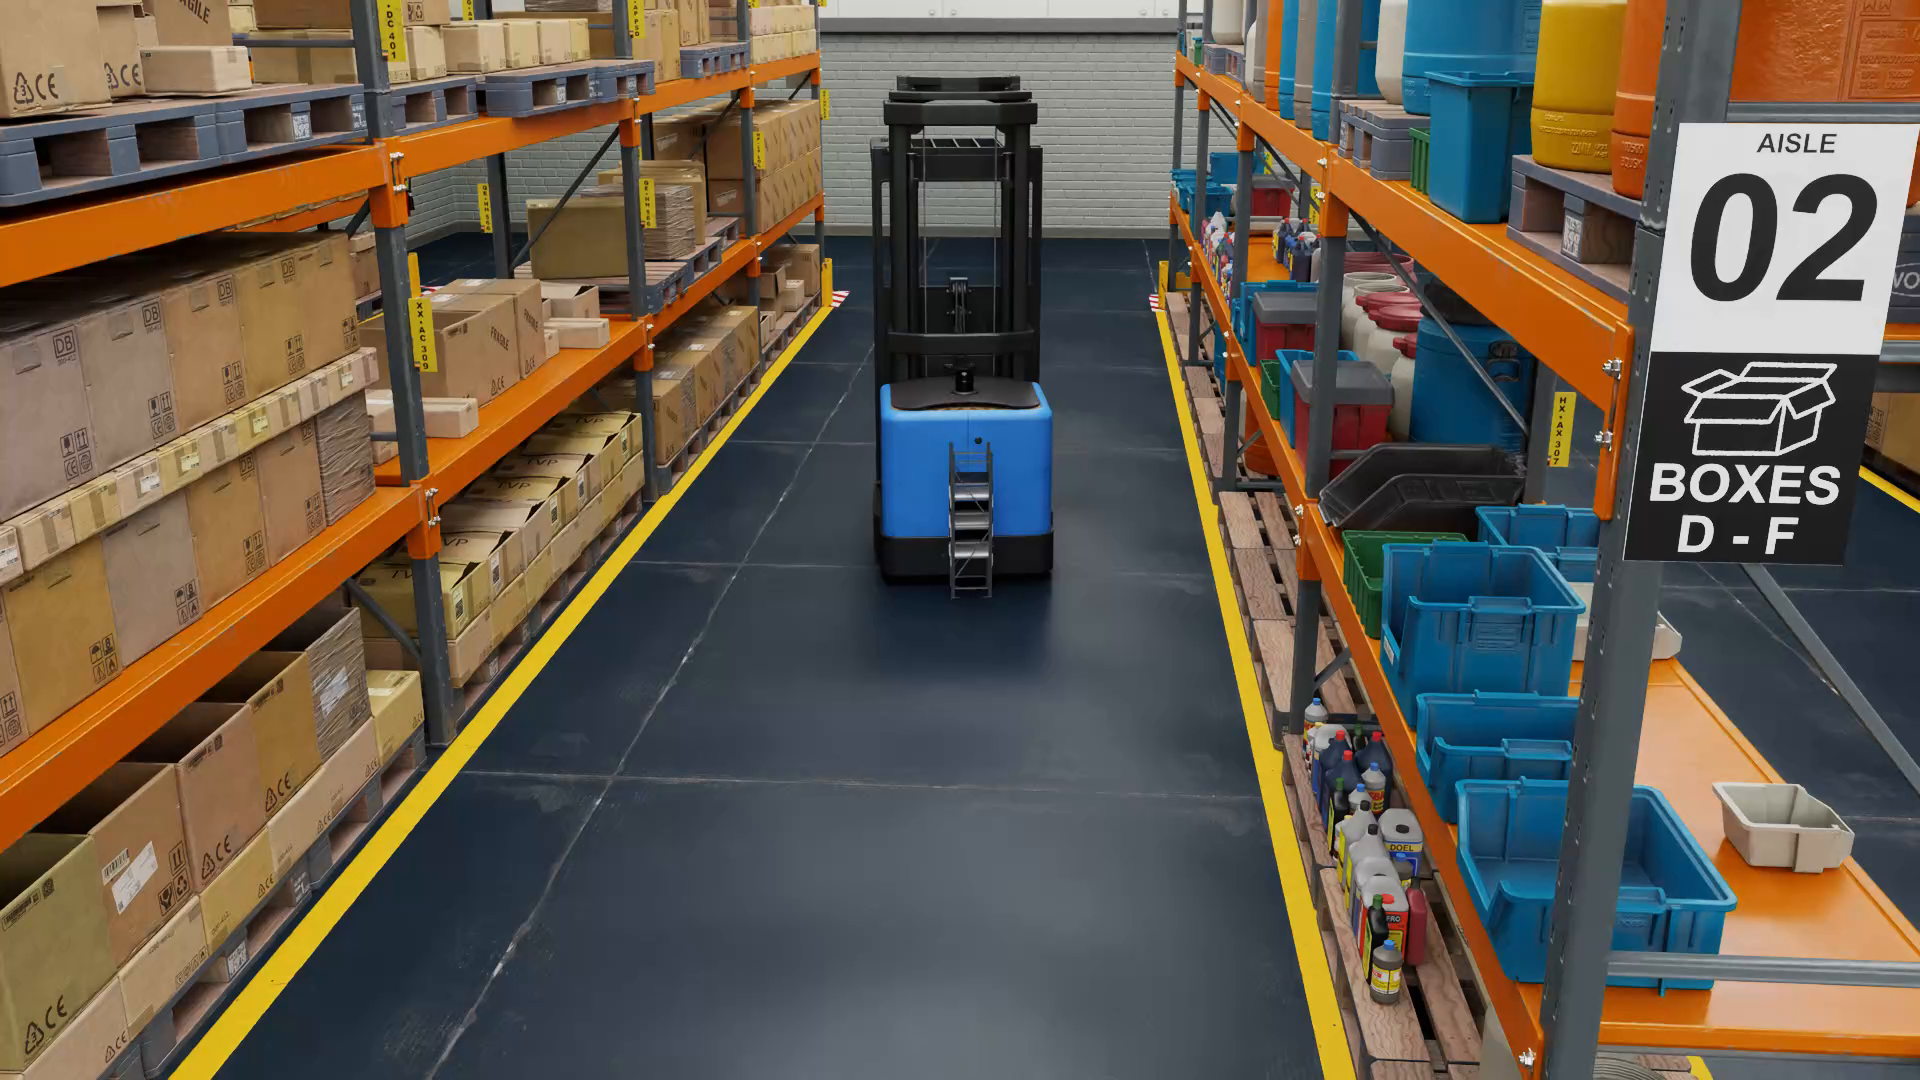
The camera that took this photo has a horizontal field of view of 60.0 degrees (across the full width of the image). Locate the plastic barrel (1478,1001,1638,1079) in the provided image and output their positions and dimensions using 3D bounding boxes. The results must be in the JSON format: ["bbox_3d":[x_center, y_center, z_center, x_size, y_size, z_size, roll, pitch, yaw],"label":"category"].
[{"bbox_3d":[1.733,1.508,4.824,0.421,0.512,0.421,0,18,0],"label":"plastic barrel"}]

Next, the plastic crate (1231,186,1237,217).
[{"bbox_3d":[2.880,-3.282,16.216,0.437,0.282,0.530,1,18,4],"label":"plastic crate"}]

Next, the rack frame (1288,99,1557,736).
[{"bbox_3d":[2.013,-0.355,7.189,1.000,3.000,0.127,1,18,4],"label":"rack frame"}]

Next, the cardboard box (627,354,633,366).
[{"bbox_3d":[-2.770,-1.187,13.035,0.500,0.500,0.500,1,18,2],"label":"cardboard box"}]

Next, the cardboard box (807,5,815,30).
[{"bbox_3d":[-1.850,-5.620,17.878,0.500,0.250,0.500,1,18,4],"label":"cardboard box"}]

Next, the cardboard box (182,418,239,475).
[{"bbox_3d":[-2.826,-0.339,5.938,0.380,0.149,0.250,2,18,5],"label":"cardboard box"}]

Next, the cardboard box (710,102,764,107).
[{"bbox_3d":[-2.392,-4.422,17.834,0.500,0.500,0.500,1,18,4],"label":"cardboard box"}]

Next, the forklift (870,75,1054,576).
[{"bbox_3d":[-0.034,-1.587,11.060,1.130,2.935,3.031,-1,18,-3],"label":"forklift"}]

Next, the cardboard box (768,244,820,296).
[{"bbox_3d":[-1.860,-3.041,18.693,0.500,0.500,0.500,1,18,4],"label":"cardboard box"}]

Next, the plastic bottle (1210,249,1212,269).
[{"bbox_3d":[2.071,-2.287,13.404,0.097,0.201,0.097,0,18,0],"label":"plastic bottle"}]

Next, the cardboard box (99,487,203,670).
[{"bbox_3d":[-3.060,0.102,5.632,0.700,0.500,0.500,2,18,6],"label":"cardboard box"}]

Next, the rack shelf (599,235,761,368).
[{"bbox_3d":[-2.497,-1.988,13.329,1.077,0.370,4.000,1,18,4],"label":"rack shelf"}]

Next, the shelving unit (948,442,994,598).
[{"bbox_3d":[0.063,-0.116,9.831,0.258,0.900,0.210,-1,18,-3],"label":"shelving unit"}]

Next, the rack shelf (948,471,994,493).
[{"bbox_3d":[0.063,-0.341,9.757,0.258,0.077,0.200,-1,18,-3],"label":"rack shelf"}]

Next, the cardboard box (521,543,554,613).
[{"bbox_3d":[-2.579,0.201,9.234,0.500,0.250,0.500,1,18,2],"label":"cardboard box"}]

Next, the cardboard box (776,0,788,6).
[{"bbox_3d":[-2.137,-5.671,16.829,0.700,0.500,0.500,1,18,4],"label":"cardboard box"}]

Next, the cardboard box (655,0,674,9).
[{"bbox_3d":[-2.556,-4.102,12.812,0.600,0.600,0.600,1,18,2],"label":"cardboard box"}]

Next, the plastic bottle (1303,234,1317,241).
[{"bbox_3d":[2.809,-2.339,13.444,0.152,0.276,0.135,1,18,4],"label":"plastic bottle"}]

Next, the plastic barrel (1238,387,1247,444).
[{"bbox_3d":[2.269,-0.944,12.309,0.421,0.512,0.421,0,18,0],"label":"plastic barrel"}]

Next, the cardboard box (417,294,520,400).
[{"bbox_3d":[-2.782,-1.072,9.216,0.500,0.500,0.500,1,18,4],"label":"cardboard box"}]

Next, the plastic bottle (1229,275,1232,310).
[{"bbox_3d":[1.920,-1.749,11.630,0.061,0.283,0.133,1,18,4],"label":"plastic bottle"}]

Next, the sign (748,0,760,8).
[{"bbox_3d":[-1.800,-4.798,14.470,0.100,0.325,0.005,1,18,4],"label":"sign"}]

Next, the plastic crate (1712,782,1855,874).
[{"bbox_3d":[2.111,0.742,4.265,0.298,0.136,0.250,1,18,4],"label":"plastic crate"}]

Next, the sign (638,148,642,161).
[{"bbox_3d":[-2.896,-3.372,15.008,0.100,0.325,0.005,1,18,4],"label":"sign"}]

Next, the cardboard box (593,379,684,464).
[{"bbox_3d":[-2.323,-0.865,12.054,0.500,0.500,0.500,2,18,6],"label":"cardboard box"}]

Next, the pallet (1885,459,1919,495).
[{"bbox_3d":[7.372,-0.405,11.819,1.003,0.211,1.213,1,18,4],"label":"pallet"}]

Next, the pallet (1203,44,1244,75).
[{"bbox_3d":[2.628,-3.930,13.585,1.213,0.211,1.003,1,18,4],"label":"pallet"}]

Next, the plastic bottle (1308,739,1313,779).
[{"bbox_3d":[1.538,0.918,7.092,0.097,0.201,0.097,0,18,0],"label":"plastic bottle"}]

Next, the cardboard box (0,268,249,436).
[{"bbox_3d":[-3.024,-0.680,5.938,0.700,0.500,0.500,1,18,4],"label":"cardboard box"}]

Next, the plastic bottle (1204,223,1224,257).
[{"bbox_3d":[2.147,-2.532,14.032,0.152,0.276,0.135,1,18,4],"label":"plastic bottle"}]

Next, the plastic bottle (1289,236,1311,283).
[{"bbox_3d":[2.607,-2.143,12.725,0.144,0.351,0.185,1,18,4],"label":"plastic bottle"}]

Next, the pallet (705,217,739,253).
[{"bbox_3d":[-2.520,-2.614,14.393,1.003,0.211,1.213,1,18,4],"label":"pallet"}]

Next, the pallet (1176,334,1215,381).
[{"bbox_3d":[2.601,-1.744,15.906,1.003,0.211,1.213,1,18,4],"label":"pallet"}]

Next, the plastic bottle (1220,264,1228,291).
[{"bbox_3d":[1.995,-1.957,12.397,0.097,0.201,0.097,0,18,0],"label":"plastic bottle"}]

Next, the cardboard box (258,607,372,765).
[{"bbox_3d":[-2.790,0.588,6.849,0.500,0.500,0.500,1,18,4],"label":"cardboard box"}]

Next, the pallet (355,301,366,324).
[{"bbox_3d":[-7.078,-2.350,17.756,1.003,0.211,1.213,1,18,4],"label":"pallet"}]

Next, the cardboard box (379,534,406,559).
[{"bbox_3d":[-3.153,0.080,8.703,0.500,0.311,0.500,2,18,5],"label":"cardboard box"}]

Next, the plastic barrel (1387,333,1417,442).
[{"bbox_3d":[2.300,-0.712,8.060,0.433,0.535,0.433,0,18,0],"label":"plastic barrel"}]

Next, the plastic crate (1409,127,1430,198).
[{"bbox_3d":[1.628,-1.196,5.278,0.336,0.188,0.450,1,18,4],"label":"plastic crate"}]

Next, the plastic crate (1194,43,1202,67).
[{"bbox_3d":[2.315,-4.303,14.760,0.450,0.188,0.662,1,18,4],"label":"plastic crate"}]

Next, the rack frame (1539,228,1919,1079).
[{"bbox_3d":[1.726,0.887,3.398,1.000,3.000,0.127,1,18,4],"label":"rack frame"}]

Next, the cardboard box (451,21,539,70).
[{"bbox_3d":[-2.689,-2.780,9.339,0.500,0.250,0.500,1,18,3],"label":"cardboard box"}]

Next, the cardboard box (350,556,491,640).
[{"bbox_3d":[-2.649,0.251,8.180,0.500,0.311,0.500,1,18,4],"label":"cardboard box"}]

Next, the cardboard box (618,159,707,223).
[{"bbox_3d":[-2.611,-3.056,14.598,0.700,0.500,0.500,-5,19,-15],"label":"cardboard box"}]

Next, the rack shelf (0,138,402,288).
[{"bbox_3d":[-3.071,-0.929,5.279,1.077,0.370,4.000,1,18,4],"label":"rack shelf"}]

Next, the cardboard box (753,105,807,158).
[{"bbox_3d":[-1.893,-4.254,17.322,0.500,0.500,0.500,2,18,5],"label":"cardboard box"}]

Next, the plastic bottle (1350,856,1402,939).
[{"bbox_3d":[1.476,1.272,5.893,0.152,0.276,0.135,1,18,2],"label":"plastic bottle"}]

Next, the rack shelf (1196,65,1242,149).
[{"bbox_3d":[2.443,-3.302,12.521,1.077,0.370,4.000,1,18,4],"label":"rack shelf"}]

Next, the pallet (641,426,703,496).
[{"bbox_3d":[-2.549,-0.615,12.461,1.003,0.211,1.213,1,18,4],"label":"pallet"}]

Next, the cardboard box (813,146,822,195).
[{"bbox_3d":[-1.828,-4.096,18.446,0.500,0.500,0.500,2,18,6],"label":"cardboard box"}]

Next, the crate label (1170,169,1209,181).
[{"bbox_3d":[2.527,-3.962,18.368,0.416,0.233,0.303,1,18,4],"label":"crate label"}]

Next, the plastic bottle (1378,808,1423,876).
[{"bbox_3d":[1.647,1.158,6.240,0.152,0.276,0.135,1,18,4],"label":"plastic bottle"}]

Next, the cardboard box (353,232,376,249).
[{"bbox_3d":[-6.786,-3.359,18.657,0.380,0.149,0.250,1,18,3],"label":"cardboard box"}]
